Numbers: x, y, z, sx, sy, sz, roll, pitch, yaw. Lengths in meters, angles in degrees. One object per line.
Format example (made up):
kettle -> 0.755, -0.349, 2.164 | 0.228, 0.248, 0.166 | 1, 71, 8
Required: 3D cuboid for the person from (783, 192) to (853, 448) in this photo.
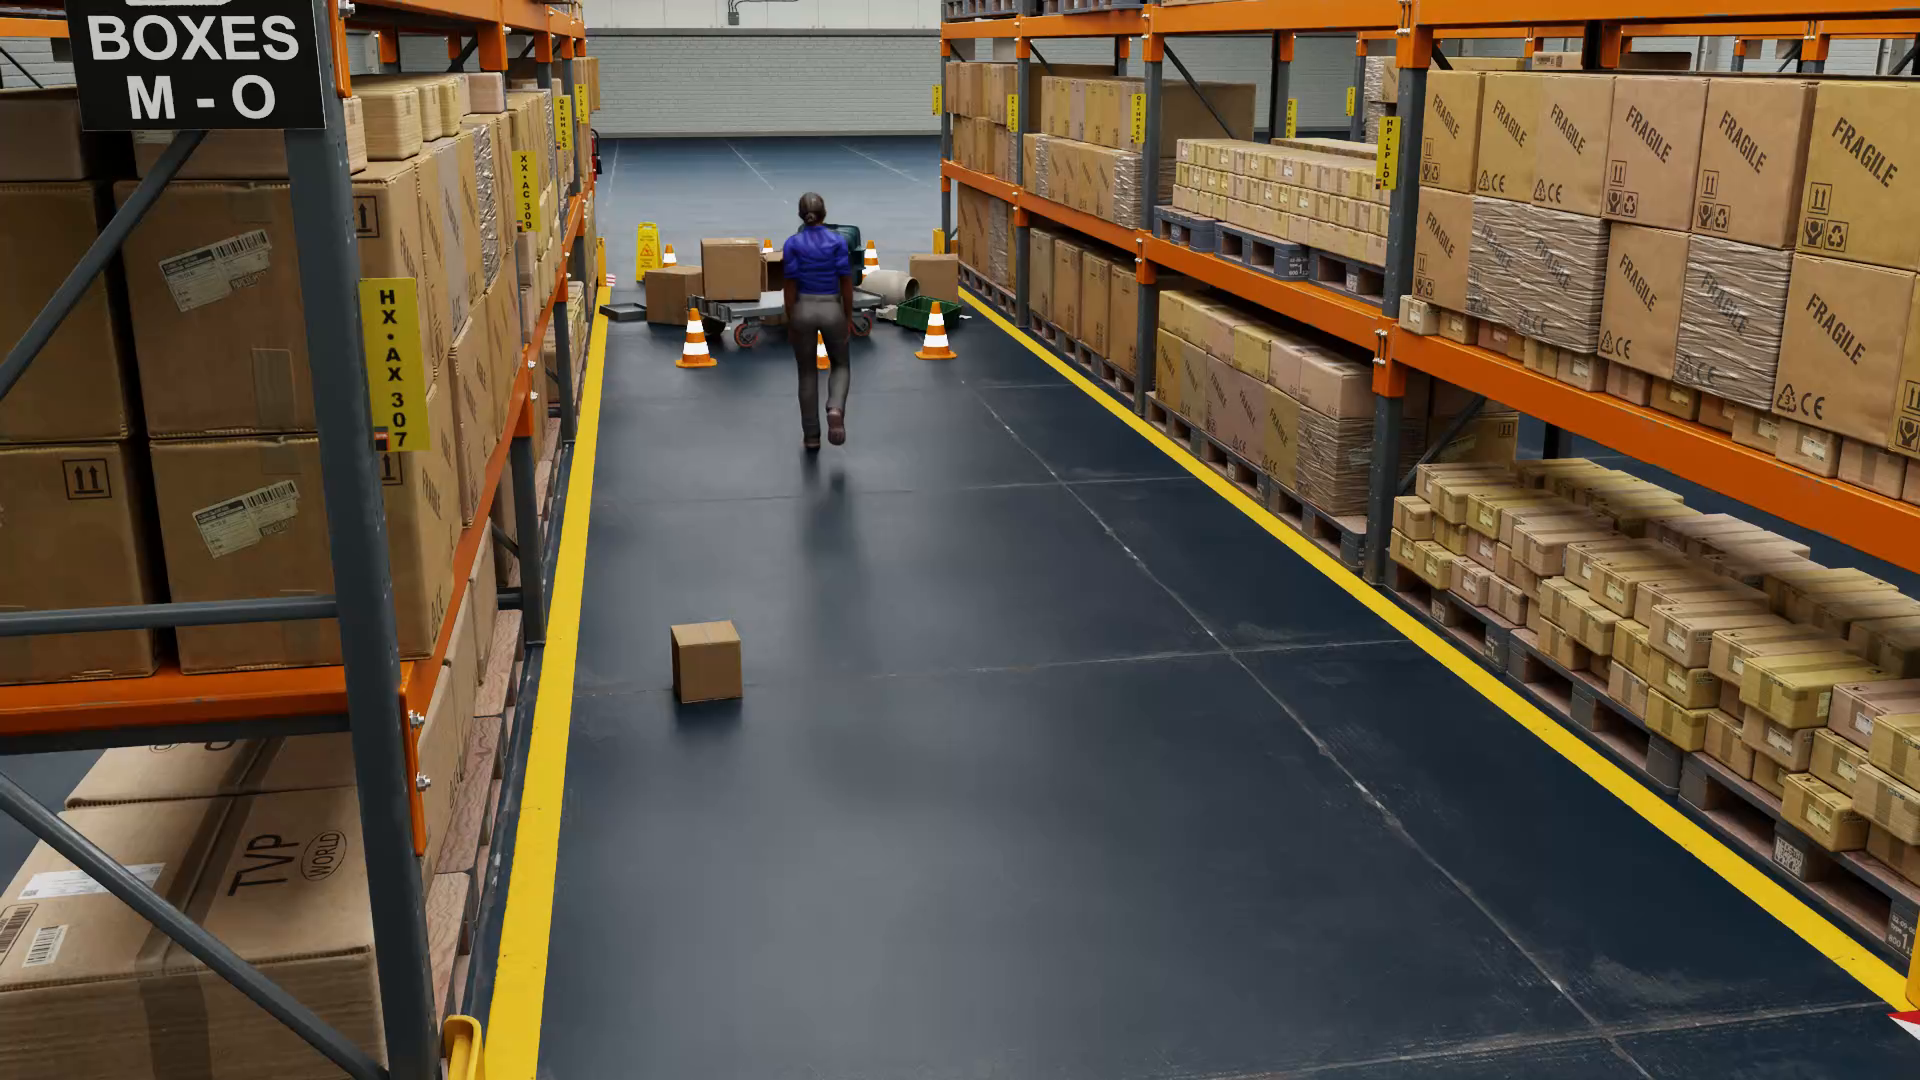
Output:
person -> -0.907, -1.397, 10.708 | 0.445, 1.636, 0.481 | -2, 17, -6
